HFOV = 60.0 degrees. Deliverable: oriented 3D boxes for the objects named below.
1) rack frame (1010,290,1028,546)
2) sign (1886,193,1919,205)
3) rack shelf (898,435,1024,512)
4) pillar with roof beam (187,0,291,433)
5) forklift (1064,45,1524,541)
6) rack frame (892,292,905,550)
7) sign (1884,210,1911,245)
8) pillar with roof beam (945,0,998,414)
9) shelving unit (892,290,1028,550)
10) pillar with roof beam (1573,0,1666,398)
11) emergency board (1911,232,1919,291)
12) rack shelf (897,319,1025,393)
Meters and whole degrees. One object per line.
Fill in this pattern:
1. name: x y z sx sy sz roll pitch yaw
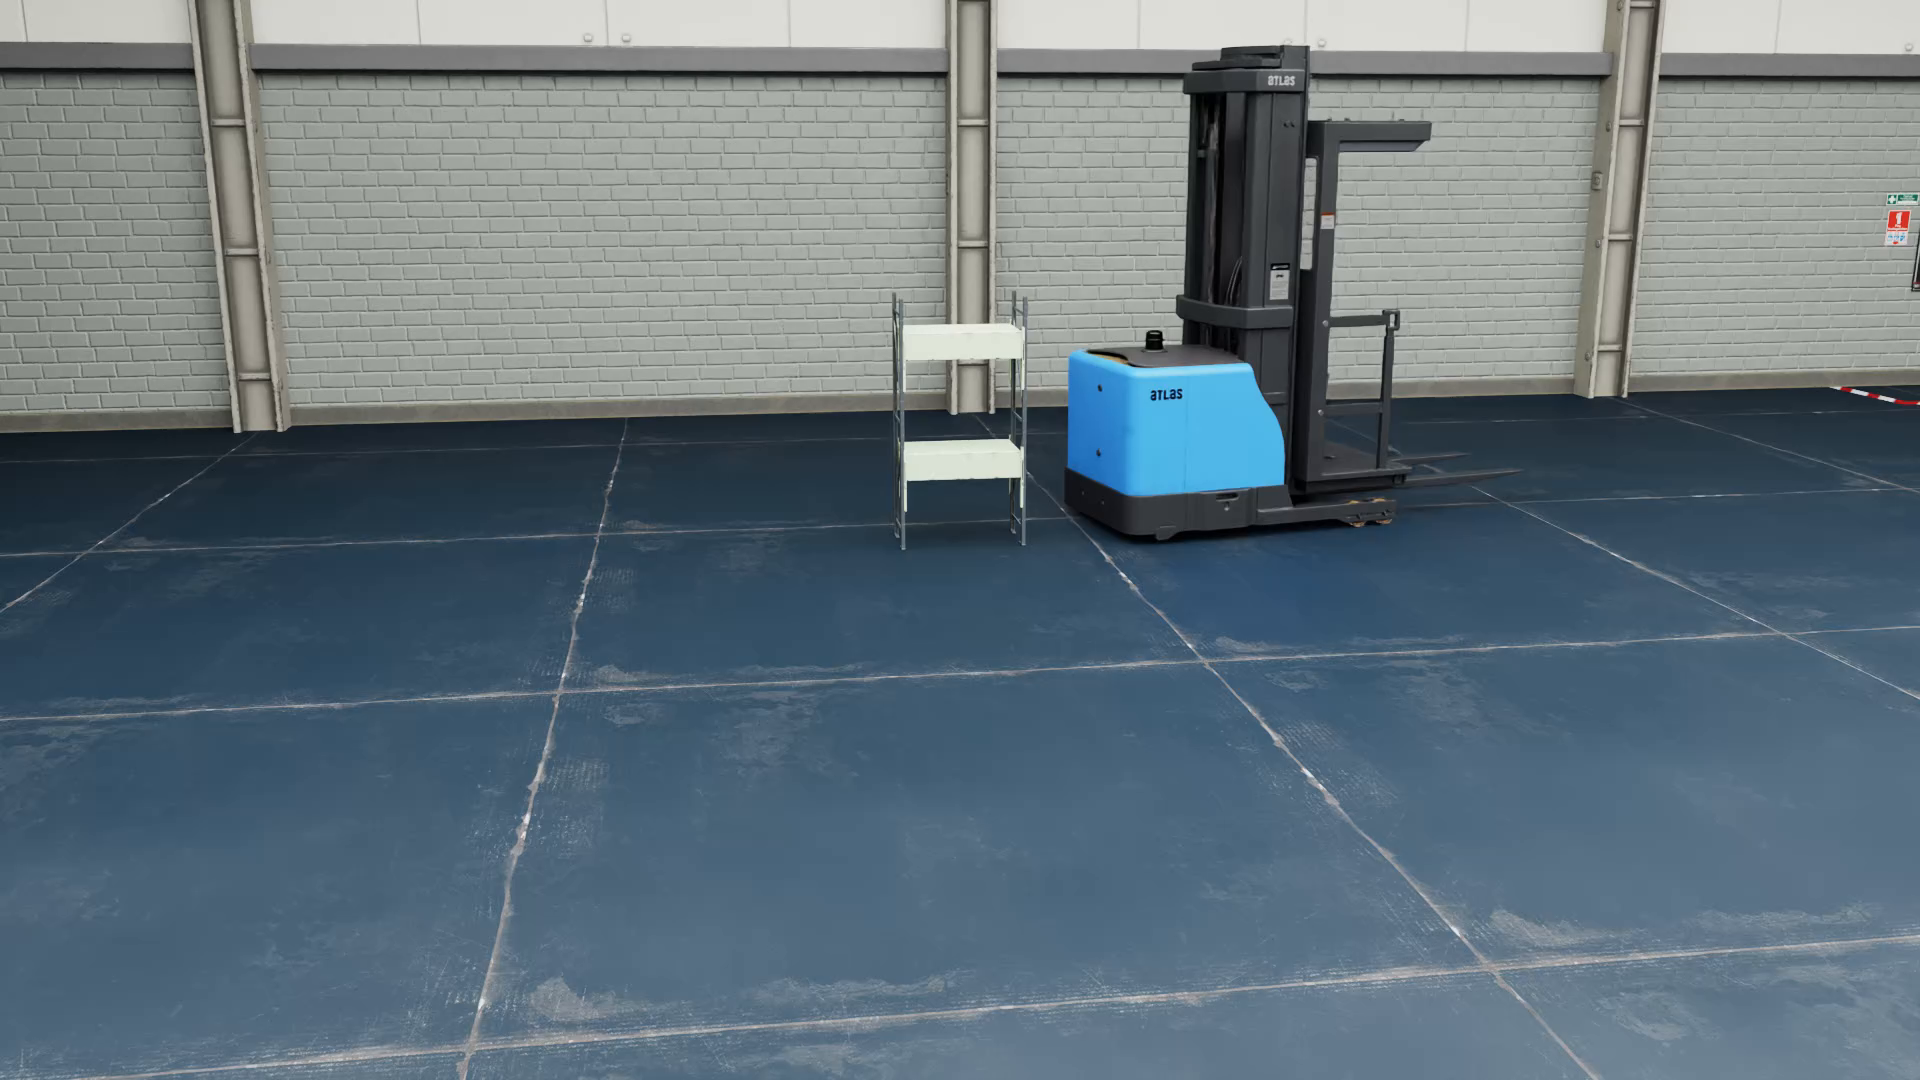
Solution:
1. rack frame: 0.355 -0.740 10.091 0.023 1.500 0.400 -2 14 -8
2. sign: 8.954 -3.236 15.795 0.331 0.109 0.001 -2 14 -8
3. rack shelf: -0.007 -0.411 10.118 0.720 0.370 0.431 -2 14 -8
4. pillar with roof beam: -5.198 -4.261 8.713 0.400 9.000 9.100 -2 14 -8
5. forklift: 2.256 -1.619 10.651 3.031 2.935 1.130 -5 15 -20
6. rack frame: -0.369 -0.714 9.986 0.023 1.500 0.400 -2 14 -8
7. sign: 8.948 -2.981 15.867 0.234 0.329 0.001 -2 14 -8
8. pillar with roof beam: 0.735 -4.478 9.580 0.400 9.000 9.100 -2 14 -8
9. shelving unit: -0.007 -0.727 10.038 0.755 1.500 0.431 -2 14 -8
10. pillar with roof beam: 6.668 -4.696 10.447 0.400 9.000 9.100 -2 14 -8
11. emergency board: 9.499 -2.963 15.868 0.626 1.169 0.157 -2 14 -8
12. rack shelf: -0.007 -1.106 9.943 0.720 0.370 0.431 -2 14 -8
